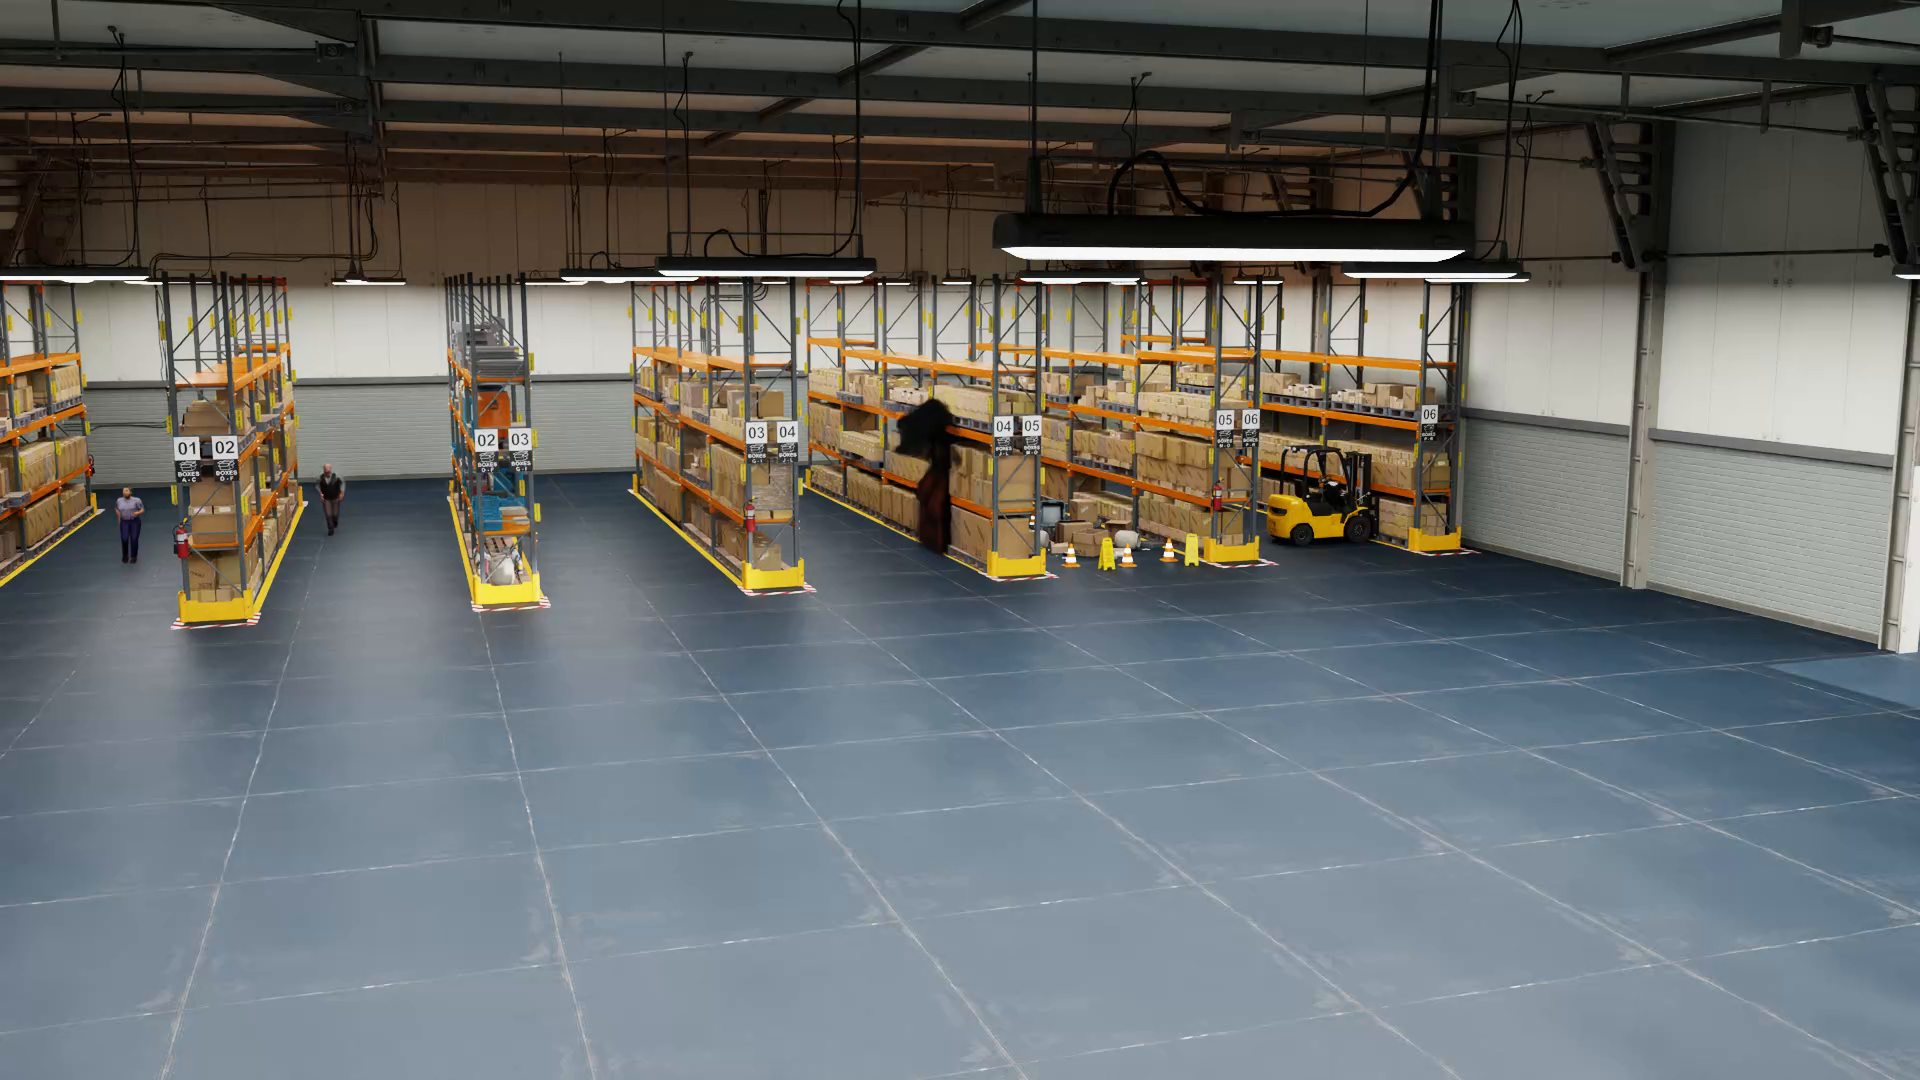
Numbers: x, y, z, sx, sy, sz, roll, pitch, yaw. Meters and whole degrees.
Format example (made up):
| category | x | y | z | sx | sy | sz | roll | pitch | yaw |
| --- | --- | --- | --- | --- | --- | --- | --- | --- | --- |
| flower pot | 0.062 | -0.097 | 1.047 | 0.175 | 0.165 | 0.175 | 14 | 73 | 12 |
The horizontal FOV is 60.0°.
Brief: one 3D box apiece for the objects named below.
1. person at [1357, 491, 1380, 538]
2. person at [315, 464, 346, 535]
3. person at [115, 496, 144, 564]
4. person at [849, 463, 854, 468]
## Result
| category | x | y | z | sx | sy | sz | roll | pitch | yaw |
| --- | --- | --- | --- | --- | --- | --- | --- | --- | --- |
| person | 2.986 | -1.222 | 40.350 | 11.151 | 1.769 | 11.705 | -5 | 10 | -31 |
| person | -14.695 | -0.953 | 38.839 | 0.674 | 1.686 | 0.653 | -2 | 9 | -15 |
| person | -17.386 | -0.230 | 34.874 | 0.557 | 1.453 | 0.458 | -3 | 9 | -20 |
| person | -3.143 | -2.695 | 50.683 | 0.767 | 1.599 | 0.531 | -5 | 10 | -31 |
